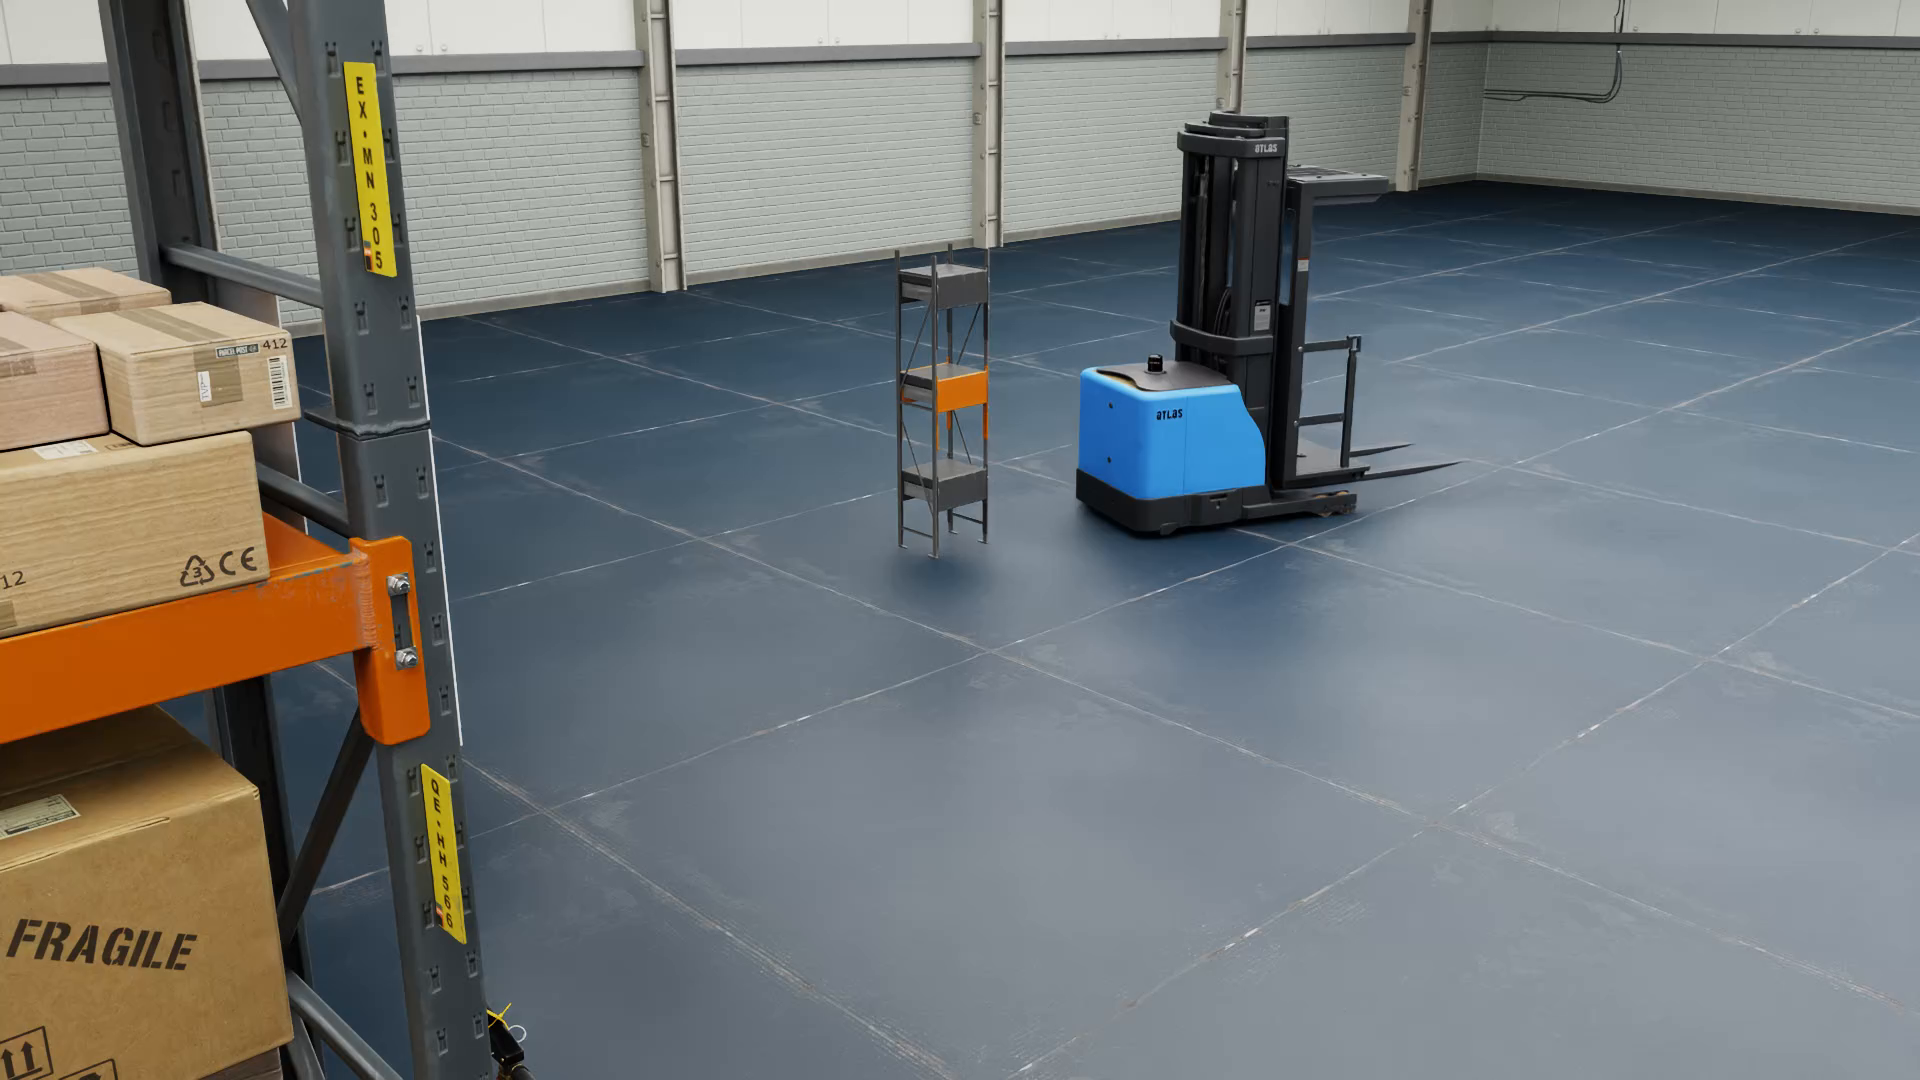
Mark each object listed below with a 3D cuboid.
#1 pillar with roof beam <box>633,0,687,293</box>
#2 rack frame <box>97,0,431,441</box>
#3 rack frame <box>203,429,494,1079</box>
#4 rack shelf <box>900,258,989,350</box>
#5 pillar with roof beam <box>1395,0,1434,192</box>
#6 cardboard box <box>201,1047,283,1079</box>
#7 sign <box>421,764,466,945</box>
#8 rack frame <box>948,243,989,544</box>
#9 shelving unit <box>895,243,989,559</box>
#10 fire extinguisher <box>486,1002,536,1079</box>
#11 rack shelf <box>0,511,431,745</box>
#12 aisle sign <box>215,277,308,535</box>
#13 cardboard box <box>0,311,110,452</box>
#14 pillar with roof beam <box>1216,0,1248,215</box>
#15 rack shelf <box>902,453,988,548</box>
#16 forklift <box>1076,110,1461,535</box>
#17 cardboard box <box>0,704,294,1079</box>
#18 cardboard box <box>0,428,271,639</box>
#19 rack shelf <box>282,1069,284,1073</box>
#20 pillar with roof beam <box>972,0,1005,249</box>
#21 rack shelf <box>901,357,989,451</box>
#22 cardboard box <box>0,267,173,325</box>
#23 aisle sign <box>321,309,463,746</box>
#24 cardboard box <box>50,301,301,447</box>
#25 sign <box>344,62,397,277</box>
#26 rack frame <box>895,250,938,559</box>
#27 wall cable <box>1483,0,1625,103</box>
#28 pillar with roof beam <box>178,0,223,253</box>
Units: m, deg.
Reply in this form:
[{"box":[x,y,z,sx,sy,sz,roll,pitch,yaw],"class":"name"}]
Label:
[{"box":[-0.964,-6.681,17.999,0.400,9.000,9.100,-16,24,-41],"class":"pillar with roof beam"},{"box":[-1.294,-1.716,2.686,0.127,3.000,1.000,-16,24,-41],"class":"rack frame"},{"box":[-1.294,1.138,3.611,0.127,3.000,1.000,-16,24,-41],"class":"rack frame"},{"box":[-0.120,-1.617,11.341,0.480,0.518,0.431,-16,24,-41],"class":"rack shelf"},{"box":[12.115,-10.495,29.763,0.400,9.000,9.100,-16,24,-41],"class":"pillar with roof beam"},{"box":[-1.713,1.059,3.210,0.500,0.500,0.875,-16,24,-41],"class":"cardboard box"},{"box":[-0.928,0.565,2.987,0.005,0.325,0.100,-16,24,-41],"class":"sign"},{"box":[0.057,-1.015,11.712,0.015,2.100,0.400,-16,24,-41],"class":"rack frame"},{"box":[-0.120,-0.964,11.553,0.503,2.100,0.431,-16,24,-41],"class":"shelving unit"},{"box":[-0.895,1.254,3.380,0.183,0.674,0.296,-16,24,-41],"class":"fire extinguisher"},{"box":[-2.748,0.477,1.953,4.000,0.370,1.077,-16,24,-41],"class":"rack shelf"},{"box":[-1.455,-0.179,3.458,0.004,0.787,0.394,-16,24,-41],"class":"aisle sign"},{"box":[-1.551,-0.250,2.624,0.380,0.149,0.250,17,25,42],"class":"cardboard box"},{"box":[7.755,-9.223,25.842,0.400,9.000,9.100,-16,24,-41],"class":"pillar with roof beam"},{"box":[-0.120,-0.285,11.773,0.480,0.518,0.431,-16,24,-41],"class":"rack shelf"},{"box":[2.452,-1.709,12.502,3.031,2.935,1.130,-8,19,-22],"class":"forklift"},{"box":[-1.524,0.645,2.866,0.500,0.500,0.500,-16,24,-41],"class":"cardboard box"},{"box":[-1.470,-0.058,2.681,0.500,0.250,0.500,-16,24,-40],"class":"cardboard box"},{"box":[-2.748,1.904,2.415,4.000,0.370,1.077,-16,24,-41],"class":"rack shelf"},{"box":[3.396,-7.952,21.921,0.400,9.000,9.100,-16,24,-41],"class":"pillar with roof beam"},{"box":[-0.120,-0.951,11.557,0.480,0.518,0.431,-16,24,-41],"class":"rack shelf"},{"box":[-1.653,-0.401,3.090,0.250,0.149,0.380,-16,24,-41],"class":"cardboard box"},{"box":[-1.043,-0.045,3.044,0.004,0.787,0.394,-16,24,-41],"class":"aisle sign"},{"box":[-1.282,-0.278,2.713,0.250,0.149,0.380,-16,24,-41],"class":"cardboard box"},{"box":[-0.928,-0.581,2.615,0.005,0.325,0.100,-16,24,-41],"class":"sign"},{"box":[-0.298,-0.912,11.393,0.015,2.100,0.400,-16,24,-41],"class":"rack frame"},{"box":[12.206,-10.310,34.229,0.112,2.526,3.097,-16,24,-41],"class":"wall cable"},{"box":[-5.324,-5.409,14.078,0.400,9.000,9.100,-16,24,-41],"class":"pillar with roof beam"}]
